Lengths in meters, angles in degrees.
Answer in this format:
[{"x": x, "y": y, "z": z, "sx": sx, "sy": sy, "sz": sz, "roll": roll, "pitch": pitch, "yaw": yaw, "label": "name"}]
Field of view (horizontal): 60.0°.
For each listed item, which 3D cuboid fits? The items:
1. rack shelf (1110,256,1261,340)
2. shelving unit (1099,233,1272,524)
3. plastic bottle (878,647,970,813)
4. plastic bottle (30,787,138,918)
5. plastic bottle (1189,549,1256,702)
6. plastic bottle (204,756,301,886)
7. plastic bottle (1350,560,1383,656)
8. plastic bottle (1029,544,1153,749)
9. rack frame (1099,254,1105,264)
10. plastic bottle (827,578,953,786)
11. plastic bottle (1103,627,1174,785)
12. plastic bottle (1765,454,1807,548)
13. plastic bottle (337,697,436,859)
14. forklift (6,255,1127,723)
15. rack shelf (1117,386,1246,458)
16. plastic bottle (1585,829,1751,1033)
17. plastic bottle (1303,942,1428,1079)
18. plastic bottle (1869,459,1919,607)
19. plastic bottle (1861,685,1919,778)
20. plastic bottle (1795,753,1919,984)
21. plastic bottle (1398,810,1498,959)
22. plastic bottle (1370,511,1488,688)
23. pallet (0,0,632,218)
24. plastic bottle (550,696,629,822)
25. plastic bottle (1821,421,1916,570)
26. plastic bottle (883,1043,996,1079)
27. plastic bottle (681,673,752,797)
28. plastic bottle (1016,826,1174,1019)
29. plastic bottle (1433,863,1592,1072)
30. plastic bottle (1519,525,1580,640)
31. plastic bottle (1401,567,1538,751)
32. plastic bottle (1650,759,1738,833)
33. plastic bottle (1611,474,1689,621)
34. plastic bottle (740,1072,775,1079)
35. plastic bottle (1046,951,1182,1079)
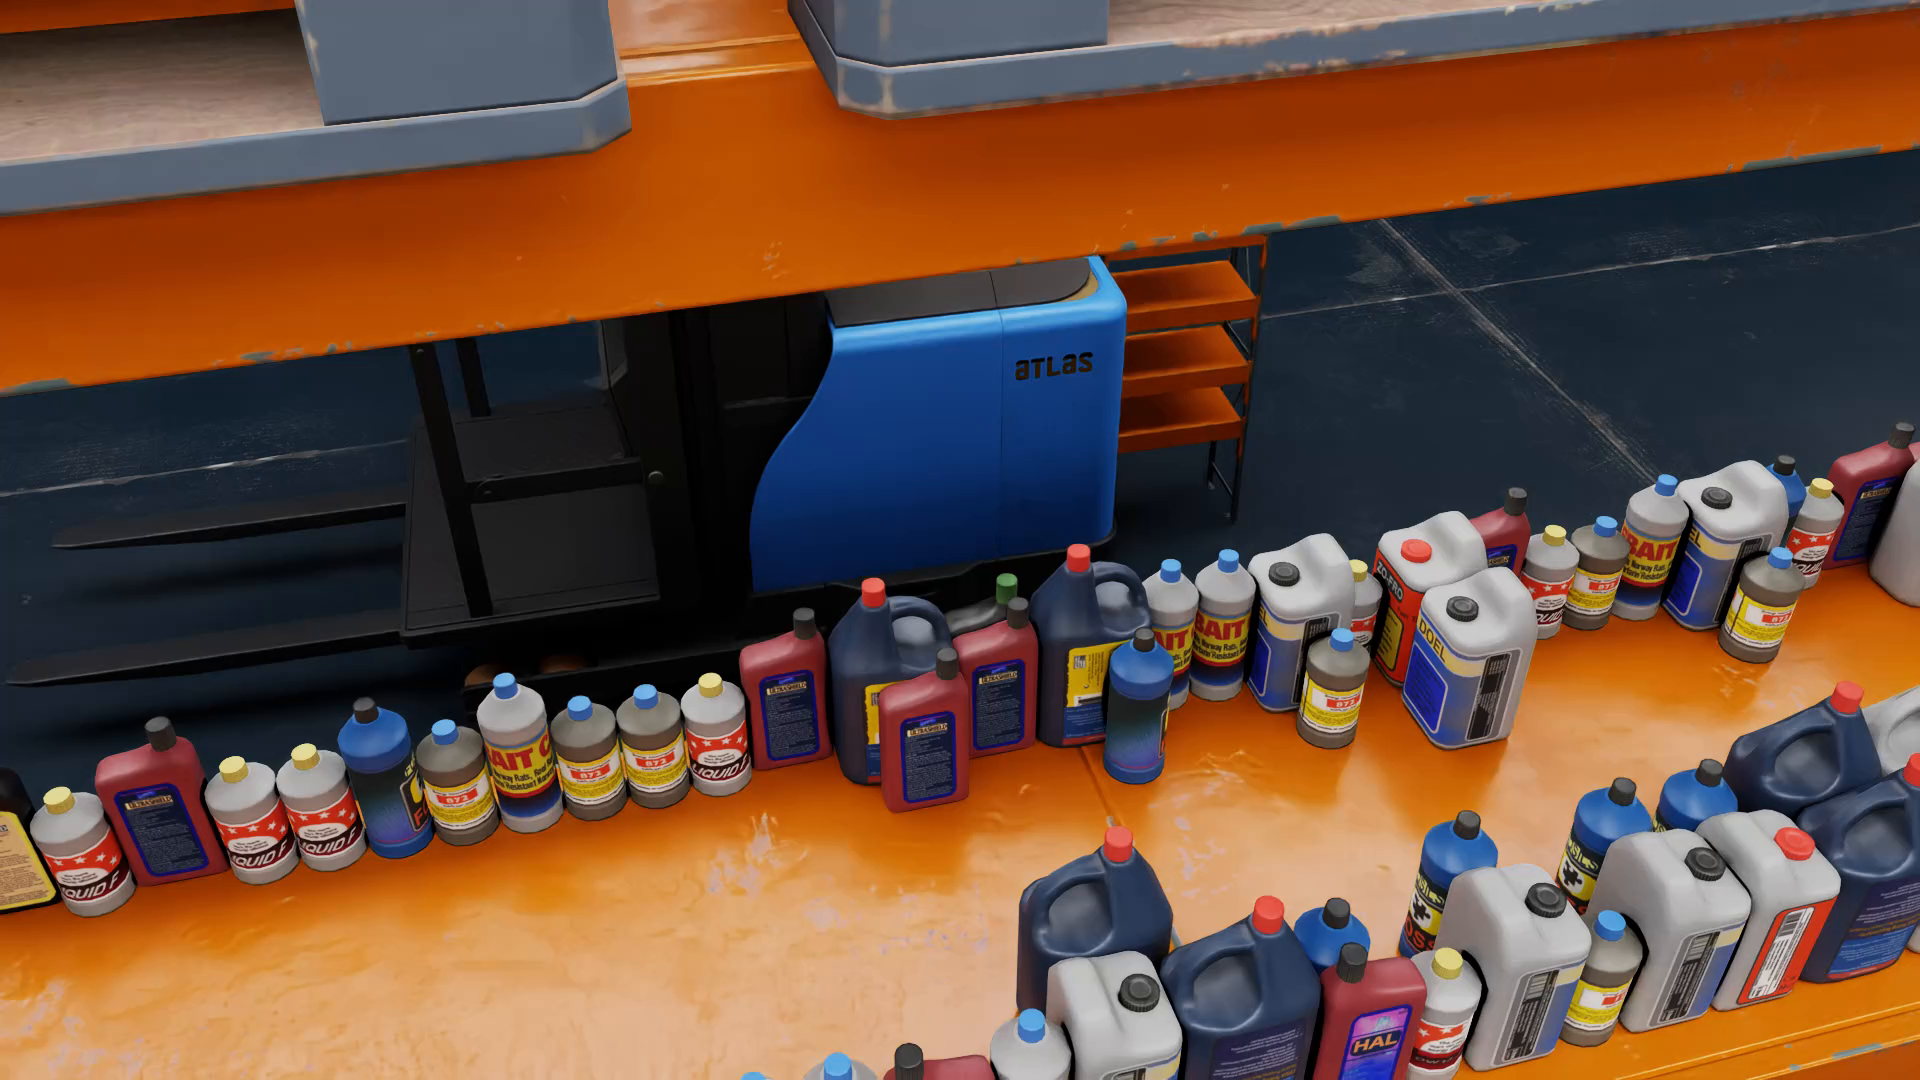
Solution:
[{"x": 0.610, "y": -0.689, "z": 4.906, "sx": 0.480, "sy": 0.148, "sz": 0.258, "roll": -8, "pitch": 38, "yaw": -10, "label": "rack shelf"}, {"x": 0.610, "y": -0.565, "z": 5.001, "sx": 0.503, "sy": 1.200, "sz": 0.258, "roll": -8, "pitch": 38, "yaw": -10, "label": "shelving unit"}, {"x": -0.054, "y": 0.285, "z": 2.505, "sx": 0.133, "sy": 0.283, "sz": 0.061, "roll": -9, "pitch": 38, "yaw": -12, "label": "plastic bottle"}, {"x": -1.257, "y": 0.436, "z": 2.375, "sx": 0.097, "sy": 0.201, "sz": 0.097, "roll": 0, "pitch": 37, "yaw": 0, "label": "plastic bottle"}, {"x": 0.426, "y": 0.132, "z": 2.715, "sx": 0.097, "sy": 0.271, "sz": 0.097, "roll": 0, "pitch": 37, "yaw": 0, "label": "plastic bottle"}, {"x": -1.034, "y": 0.399, "z": 2.423, "sx": 0.097, "sy": 0.201, "sz": 0.097, "roll": 0, "pitch": 37, "yaw": 0, "label": "plastic bottle"}, {"x": 0.650, "y": 0.123, "z": 2.784, "sx": 0.097, "sy": 0.201, "sz": 0.097, "roll": 0, "pitch": 37, "yaw": 0, "label": "plastic bottle"}, {"x": 0.202, "y": 0.152, "z": 2.624, "sx": 0.185, "sy": 0.351, "sz": 0.144, "roll": -9, "pitch": 38, "yaw": -12, "label": "plastic bottle"}, {"x": 0.372, "y": -0.531, "z": 4.957, "sx": 0.015, "sy": 1.200, "sz": 0.240, "roll": -8, "pitch": 38, "yaw": -10, "label": "rack frame"}, {"x": -0.105, "y": 0.202, "z": 2.558, "sx": 0.185, "sy": 0.351, "sz": 0.144, "roll": -9, "pitch": 38, "yaw": -12, "label": "plastic bottle"}, {"x": 0.276, "y": 0.247, "z": 2.564, "sx": 0.097, "sy": 0.271, "sz": 0.097, "roll": 0, "pitch": 37, "yaw": 0, "label": "plastic bottle"}, {"x": 1.415, "y": -0.031, "z": 2.927, "sx": 0.097, "sy": 0.271, "sz": 0.097, "roll": 0, "pitch": 37, "yaw": 0, "label": "plastic bottle"}, {"x": -0.846, "y": 0.340, "z": 2.442, "sx": 0.097, "sy": 0.271, "sz": 0.097, "roll": 0, "pitch": 37, "yaw": 0, "label": "plastic bottle"}, {"x": -1.120, "y": -1.014, "z": 4.163, "sx": 3.031, "sy": 2.935, "sz": 1.130, "roll": -8, "pitch": 38, "yaw": -10, "label": "forklift"}, {"x": 0.610, "y": -0.354, "z": 5.162, "sx": 0.480, "sy": 0.148, "sz": 0.258, "roll": -8, "pitch": 38, "yaw": -10, "label": "rack shelf"}, {"x": 0.944, "y": 0.505, "z": 2.223, "sx": 0.135, "sy": 0.276, "sz": 0.152, "roll": -9, "pitch": 38, "yaw": -12, "label": "plastic bottle"}, {"x": 0.508, "y": 0.603, "z": 2.090, "sx": 0.133, "sy": 0.283, "sz": 0.061, "roll": -9, "pitch": 38, "yaw": -12, "label": "plastic bottle"}, {"x": 1.746, "y": -0.063, "z": 2.905, "sx": 0.185, "sy": 0.351, "sz": 0.144, "roll": -9, "pitch": 38, "yaw": -12, "label": "plastic bottle"}, {"x": 1.370, "y": 0.318, "z": 2.407, "sx": 0.185, "sy": 0.351, "sz": 0.144, "roll": -9, "pitch": 38, "yaw": -12, "label": "plastic bottle"}, {"x": 1.229, "y": 0.431, "z": 2.258, "sx": 0.185, "sy": 0.351, "sz": 0.144, "roll": -9, "pitch": 38, "yaw": -12, "label": "plastic bottle"}, {"x": 0.669, "y": 0.474, "z": 2.268, "sx": 0.097, "sy": 0.271, "sz": 0.097, "roll": 0, "pitch": 37, "yaw": 0, "label": "plastic bottle"}, {"x": 0.769, "y": 0.091, "z": 2.765, "sx": 0.135, "sy": 0.276, "sz": 0.152, "roll": -9, "pitch": 38, "yaw": -12, "label": "plastic bottle"}, {"x": -0.888, "y": -0.502, "z": 1.124, "sx": 1.213, "sy": 0.211, "sz": 1.003, "roll": -9, "pitch": 38, "yaw": -12, "label": "pallet"}, {"x": -0.564, "y": 0.322, "z": 2.524, "sx": 0.097, "sy": 0.201, "sz": 0.097, "roll": 0, "pitch": 37, "yaw": 0, "label": "plastic bottle"}, {"x": 1.615, "y": -0.080, "z": 2.981, "sx": 0.133, "sy": 0.283, "sz": 0.061, "roll": -9, "pitch": 38, "yaw": -12, "label": "plastic bottle"}, {"x": -0.023, "y": 0.690, "z": 1.976, "sx": 0.133, "sy": 0.283, "sz": 0.061, "roll": -9, "pitch": 38, "yaw": -12, "label": "plastic bottle"}, {"x": -0.376, "y": 0.291, "z": 2.564, "sx": 0.097, "sy": 0.201, "sz": 0.097, "roll": 0, "pitch": 37, "yaw": 0, "label": "plastic bottle"}, {"x": 0.174, "y": 0.509, "z": 2.157, "sx": 0.185, "sy": 0.351, "sz": 0.144, "roll": -9, "pitch": 38, "yaw": -12, "label": "plastic bottle"}, {"x": 0.720, "y": 0.542, "z": 2.175, "sx": 0.135, "sy": 0.276, "sz": 0.152, "roll": -9, "pitch": 38, "yaw": -12, "label": "plastic bottle"}, {"x": 1.003, "y": 0.065, "z": 2.860, "sx": 0.097, "sy": 0.201, "sz": 0.097, "roll": 0, "pitch": 37, "yaw": 0, "label": "plastic bottle"}, {"x": 0.809, "y": 0.180, "z": 2.648, "sx": 0.135, "sy": 0.276, "sz": 0.152, "roll": -9, "pitch": 38, "yaw": -12, "label": "plastic bottle"}, {"x": 1.023, "y": 0.416, "z": 2.344, "sx": 0.097, "sy": 0.271, "sz": 0.097, "roll": 0, "pitch": 37, "yaw": 0, "label": "plastic bottle"}, {"x": 1.191, "y": 0.006, "z": 2.879, "sx": 0.097, "sy": 0.271, "sz": 0.097, "roll": 0, "pitch": 37, "yaw": 0, "label": "plastic bottle"}, {"x": -0.233, "y": 0.717, "z": 1.949, "sx": 0.097, "sy": 0.271, "sz": 0.097, "roll": 0, "pitch": 37, "yaw": 0, "label": "plastic bottle"}, {"x": 0.189, "y": 0.629, "z": 2.061, "sx": 0.135, "sy": 0.276, "sz": 0.152, "roll": -9, "pitch": 38, "yaw": -12, "label": "plastic bottle"}]
